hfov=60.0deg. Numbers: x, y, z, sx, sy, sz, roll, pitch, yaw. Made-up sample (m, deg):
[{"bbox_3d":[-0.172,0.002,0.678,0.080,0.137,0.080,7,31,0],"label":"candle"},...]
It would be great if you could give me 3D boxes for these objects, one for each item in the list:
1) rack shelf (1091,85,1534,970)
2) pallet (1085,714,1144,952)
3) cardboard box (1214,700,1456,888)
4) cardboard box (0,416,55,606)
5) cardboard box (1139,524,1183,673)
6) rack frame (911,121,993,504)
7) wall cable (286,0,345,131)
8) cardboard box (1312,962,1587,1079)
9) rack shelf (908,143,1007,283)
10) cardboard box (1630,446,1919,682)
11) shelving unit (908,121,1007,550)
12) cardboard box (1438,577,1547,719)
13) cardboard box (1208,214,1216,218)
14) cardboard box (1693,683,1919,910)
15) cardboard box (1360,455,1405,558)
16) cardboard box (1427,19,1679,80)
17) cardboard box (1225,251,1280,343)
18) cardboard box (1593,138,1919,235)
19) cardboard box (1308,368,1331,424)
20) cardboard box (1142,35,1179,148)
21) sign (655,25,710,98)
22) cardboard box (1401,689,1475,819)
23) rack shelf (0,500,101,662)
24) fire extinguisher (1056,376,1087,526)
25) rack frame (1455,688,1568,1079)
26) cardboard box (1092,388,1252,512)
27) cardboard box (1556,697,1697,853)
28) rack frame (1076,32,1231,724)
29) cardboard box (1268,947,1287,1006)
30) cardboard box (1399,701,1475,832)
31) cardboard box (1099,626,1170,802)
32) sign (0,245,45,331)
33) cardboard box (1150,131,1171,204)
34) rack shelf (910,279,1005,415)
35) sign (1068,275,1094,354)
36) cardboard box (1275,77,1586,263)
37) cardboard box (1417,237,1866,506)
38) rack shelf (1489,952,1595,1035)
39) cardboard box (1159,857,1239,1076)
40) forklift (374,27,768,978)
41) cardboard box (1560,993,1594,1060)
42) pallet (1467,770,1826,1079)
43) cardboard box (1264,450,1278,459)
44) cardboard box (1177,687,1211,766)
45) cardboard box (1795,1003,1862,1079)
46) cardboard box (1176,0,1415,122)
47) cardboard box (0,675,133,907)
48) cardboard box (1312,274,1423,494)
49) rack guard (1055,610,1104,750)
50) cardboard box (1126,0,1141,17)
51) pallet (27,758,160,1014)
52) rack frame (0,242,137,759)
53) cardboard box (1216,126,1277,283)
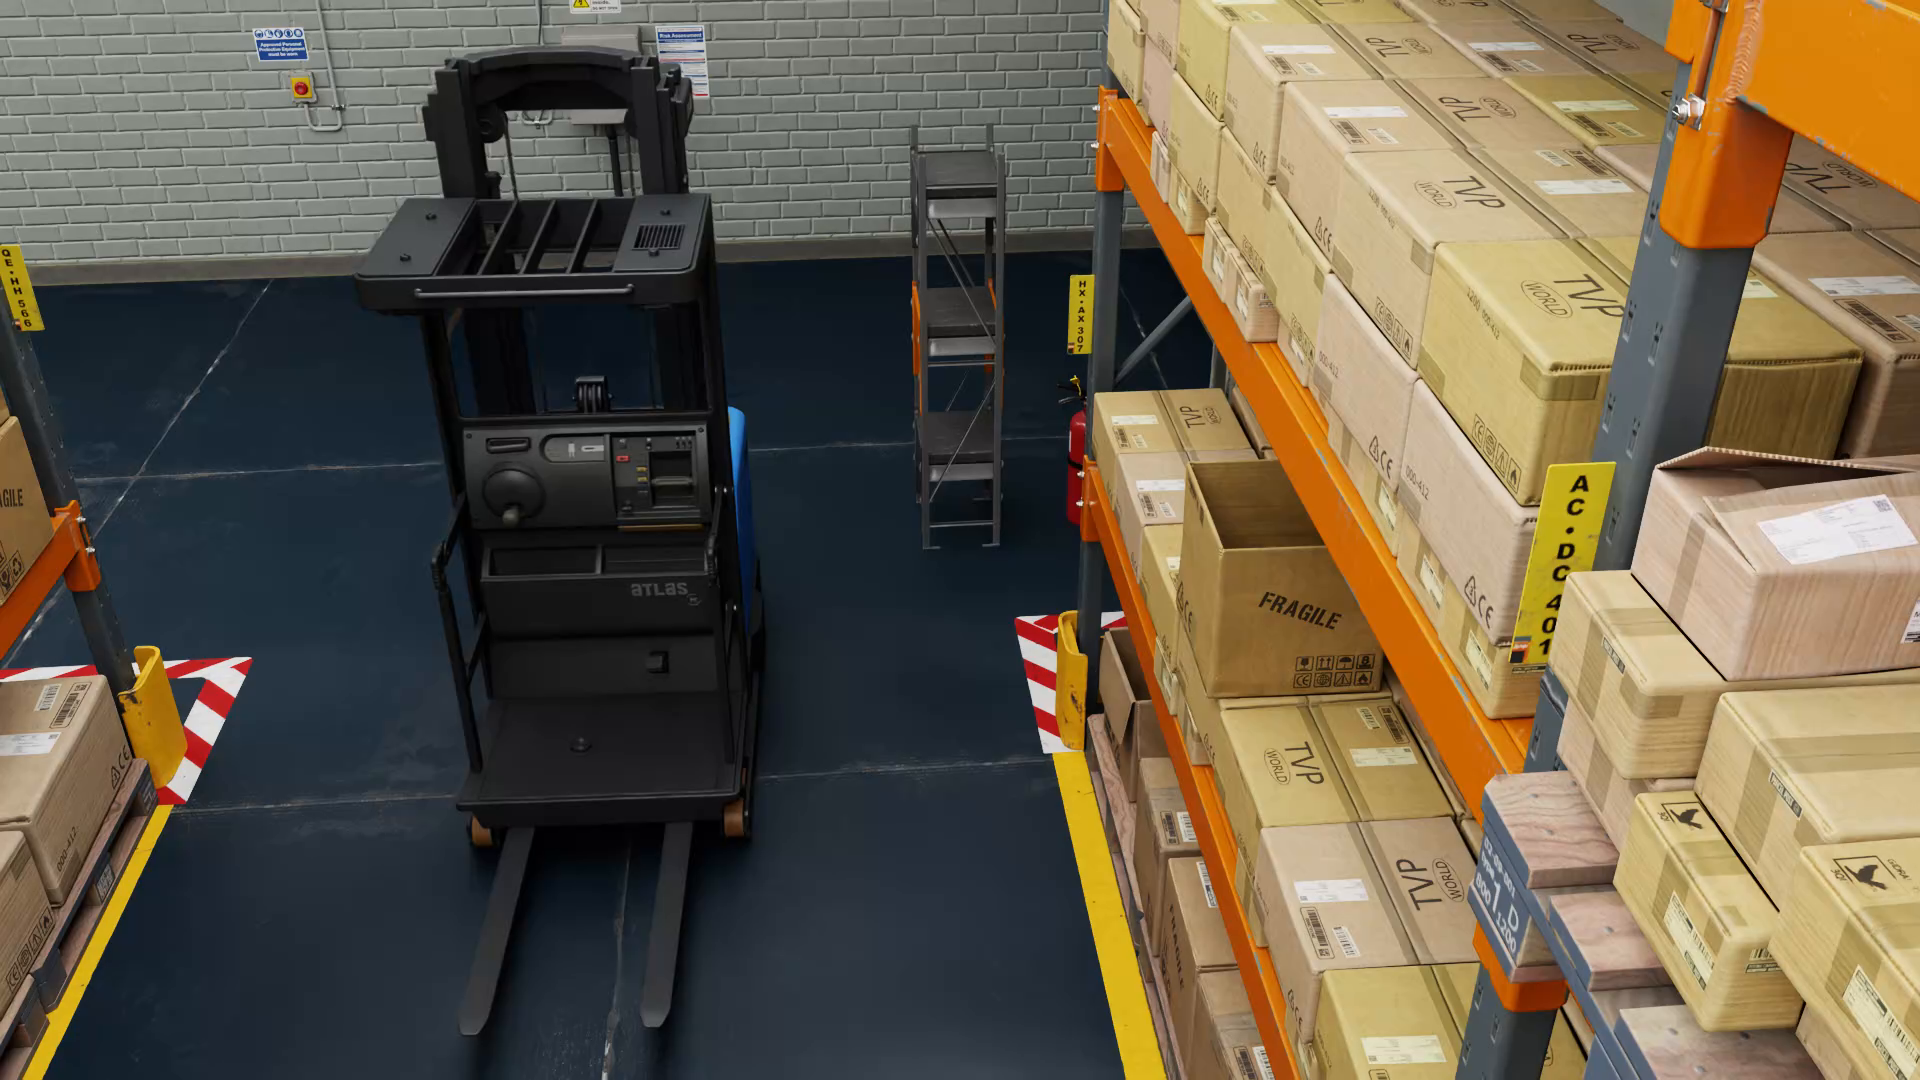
[{"bbox_3d":[1.199,-0.483,4.411,1.077,0.370,4.000,-3,31,-5],"label":"rack shelf"},{"bbox_3d":[1.094,1.117,6.674,1.003,0.211,1.213,-3,31,-5],"label":"pallet"},{"bbox_3d":[1.000,0.695,4.518,0.500,0.250,0.500,-3,31,-5],"label":"cardboard box"},{"bbox_3d":[-3.621,-0.095,5.887,0.500,0.500,0.500,-3,31,-4],"label":"cardboard box"},{"bbox_3d":[0.884,0.172,5.394,0.500,0.250,0.500,-3,31,-6],"label":"cardboard box"},{"bbox_3d":[-0.038,-1.111,8.562,0.400,2.100,0.015,-3,31,-5],"label":"rack frame"},{"bbox_3d":[-4.480,-3.613,10.853,0.585,1.953,0.123,-3,31,-5],"label":"wall cable"},{"bbox_3d":[1.095,1.205,3.664,0.500,0.250,0.500,-2,31,-3],"label":"cardboard box"},{"bbox_3d":[-0.016,-1.575,8.001,0.431,0.518,0.480,-3,31,-5],"label":"rack shelf"},{"bbox_3d":[1.066,-0.022,1.980,0.396,0.266,0.258,-3,31,-5],"label":"cardboard box"},{"bbox_3d":[-0.016,-0.986,8.353,0.431,2.100,0.503,-3,31,-5],"label":"shelving unit"},{"bbox_3d":[1.058,0.167,2.865,0.380,0.149,0.250,-3,31,-5],"label":"cardboard box"},{"bbox_3d":[0.905,-0.878,4.615,0.380,0.149,0.250,-3,31,-5],"label":"cardboard box"},{"bbox_3d":[1.073,0.292,1.859,0.380,0.149,0.250,-2,31,-4],"label":"cardboard box"},{"bbox_3d":[1.022,-0.095,3.305,0.380,0.149,0.250,-2,31,-3],"label":"cardboard box"},{"bbox_3d":[1.458,-1.093,4.098,0.500,0.250,0.500,-3,31,-5],"label":"cardboard box"},{"bbox_3d":[0.885,-0.617,4.178,0.380,0.149,0.250,-2,31,-4],"label":"cardboard box"},{"bbox_3d":[1.559,-0.579,3.238,0.500,0.250,0.500,-4,31,-6],"label":"cardboard box"},{"bbox_3d":[1.007,-0.359,3.746,0.380,0.149,0.250,-2,31,-3],"label":"cardboard box"},{"bbox_3d":[0.849,-1.379,5.064,0.500,0.250,0.500,-2,31,-4],"label":"cardboard box"},{"bbox_3d":[-1.902,-3.278,11.406,0.329,0.494,0.001,-3,31,-5],"label":"sign"},{"bbox_3d":[1.511,0.358,4.350,0.500,0.500,0.500,-4,31,-6],"label":"cardboard box"},{"bbox_3d":[-3.743,1.044,4.779,1.077,0.370,4.000,-3,31,-5],"label":"rack shelf"},{"bbox_3d":[0.538,-0.385,6.909,0.296,0.674,0.183,-3,31,-5],"label":"fire extinguisher"},{"bbox_3d":[1.385,1.517,3.286,1.000,3.000,0.127,-3,31,-5],"label":"rack frame"},{"bbox_3d":[0.786,-0.344,6.258,0.500,0.250,0.500,-3,31,-4],"label":"cardboard box"},{"bbox_3d":[1.017,0.285,2.161,0.380,0.149,0.250,-2,31,-4],"label":"cardboard box"},{"bbox_3d":[1.012,-0.526,6.705,1.000,3.000,0.127,-3,31,-5],"label":"rack frame"},{"bbox_3d":[1.012,1.075,4.270,0.380,0.149,0.250,-2,31,-3],"label":"cardboard box"},{"bbox_3d":[1.508,0.668,4.562,0.500,0.250,0.500,-2,31,-4],"label":"cardboard box"},{"bbox_3d":[0.975,0.683,6.707,0.797,0.503,0.637,-4,31,-7],"label":"cardboard box"},{"bbox_3d":[-3.388,-0.904,5.978,0.100,0.325,0.005,-3,31,-5],"label":"sign"},{"bbox_3d":[0.788,-1.135,5.045,0.380,0.149,0.250,-2,31,-3],"label":"cardboard box"},{"bbox_3d":[-0.016,-0.974,8.360,0.431,0.518,0.480,-3,31,-5],"label":"rack shelf"},{"bbox_3d":[0.472,-0.871,6.439,0.100,0.325,0.005,-3,31,-5],"label":"sign"},{"bbox_3d":[1.004,-0.813,3.630,0.500,0.250,0.500,-2,31,-4],"label":"cardboard box"},{"bbox_3d":[1.099,-0.295,2.763,0.500,0.250,0.500,-3,31,-4],"label":"cardboard box"},{"bbox_3d":[1.572,1.559,0.992,1.077,0.370,4.000,-3,31,-5],"label":"rack shelf"},{"bbox_3d":[0.966,1.397,5.514,0.500,0.500,0.500,-2,31,-4],"label":"cardboard box"},{"bbox_3d":[-1.435,-0.335,6.453,1.130,2.935,3.031,-2,31,-3],"label":"forklift"},{"bbox_3d":[1.608,1.187,3.693,0.500,0.250,0.500,-3,31,-5],"label":"cardboard box"},{"bbox_3d":[1.377,0.646,2.002,1.213,0.211,1.003,-3,31,-5],"label":"pallet"},{"bbox_3d":[1.366,-0.104,5.854,0.500,0.250,0.500,-3,31,-4],"label":"cardboard box"},{"bbox_3d":[0.885,0.557,5.138,0.380,0.149,0.250,-2,31,-3],"label":"cardboard box"},{"bbox_3d":[1.128,0.543,1.728,0.380,0.149,0.250,-2,31,-4],"label":"cardboard box"},{"bbox_3d":[0.893,-1.336,4.506,0.500,0.250,0.500,-3,31,-5],"label":"cardboard box"},{"bbox_3d":[-3.769,0.966,6.297,0.875,0.438,0.875,-4,31,-6],"label":"cardboard box"},{"bbox_3d":[1.032,-0.334,3.315,0.500,0.250,0.500,-4,31,-6],"label":"cardboard box"},{"bbox_3d":[1.019,0.586,7.281,1.175,0.500,0.348,-3,31,-5],"label":"rack guard"},{"bbox_3d":[0.803,-1.853,5.370,0.500,0.250,0.500,-3,31,-5],"label":"cardboard box"},{"bbox_3d":[-3.777,1.316,6.341,1.003,0.211,1.213,-3,31,-5],"label":"pallet"},{"bbox_3d":[-3.930,-0.286,6.304,1.000,3.000,0.127,-3,31,-5],"label":"rack frame"},{"bbox_3d":[0.956,-0.854,4.185,0.500,0.250,0.500,-3,31,-5],"label":"cardboard box"}]
